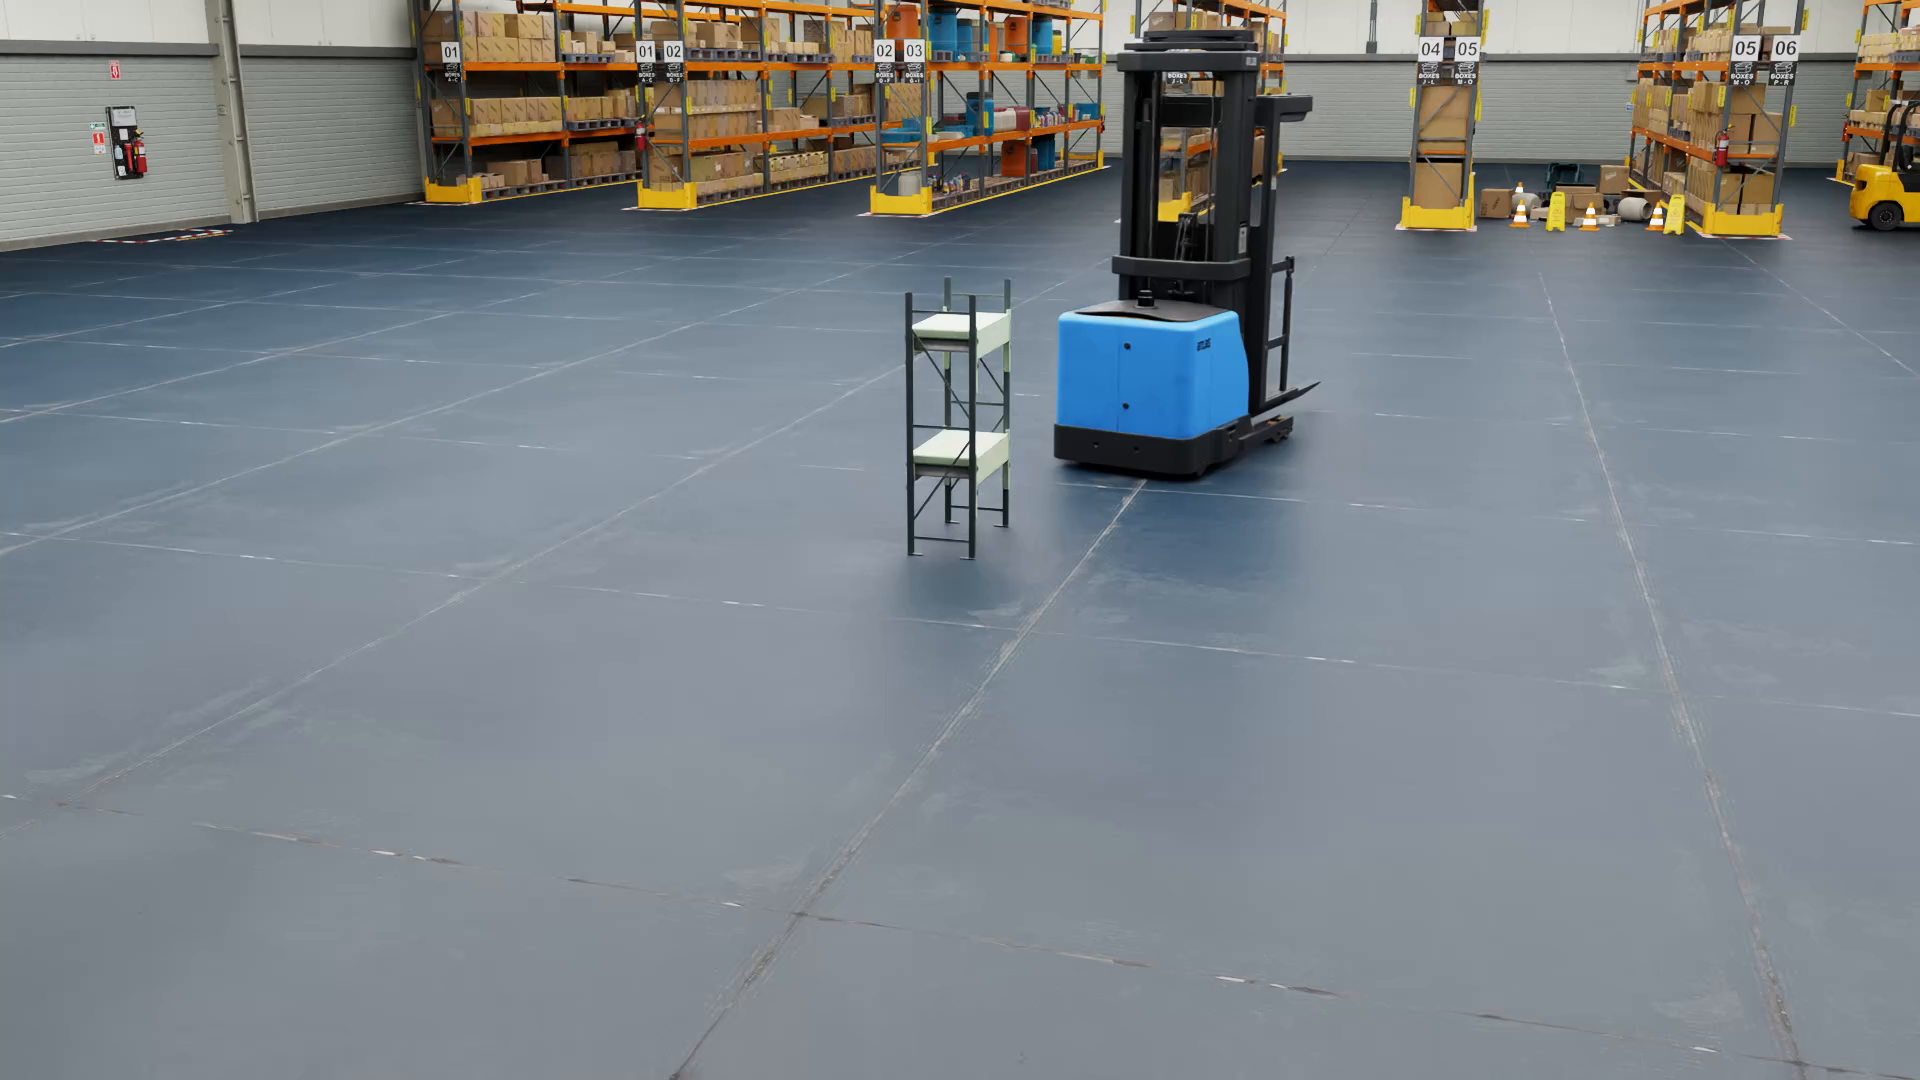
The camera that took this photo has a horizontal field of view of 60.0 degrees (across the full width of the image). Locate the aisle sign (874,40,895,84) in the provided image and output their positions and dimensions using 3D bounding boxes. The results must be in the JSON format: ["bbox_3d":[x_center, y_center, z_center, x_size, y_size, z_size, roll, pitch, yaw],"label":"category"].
[{"bbox_3d":[-1.418,-8.997,31.288,0.394,0.787,0.004,5,16,16],"label":"aisle sign"}]

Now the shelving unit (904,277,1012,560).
[{"bbox_3d":[-0.002,-0.720,9.619,0.431,1.500,0.755,5,16,16],"label":"shelving unit"}]

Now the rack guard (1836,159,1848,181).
[{"bbox_3d":[22.423,-9.169,41.239,1.175,0.500,0.348,5,16,16],"label":"rack guard"}]

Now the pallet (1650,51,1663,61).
[{"bbox_3d":[16.790,-11.342,38.987,1.003,0.211,1.213,5,16,16],"label":"pallet"}]

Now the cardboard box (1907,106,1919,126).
[{"bbox_3d":[20.457,-8.992,35.074,0.797,0.503,0.637,4,16,15],"label":"cardboard box"}]

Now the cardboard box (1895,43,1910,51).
[{"bbox_3d":[20.734,-10.805,36.437,0.380,0.149,0.250,5,17,16],"label":"cardboard box"}]

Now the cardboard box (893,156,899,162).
[{"bbox_3d":[-1.888,-10.435,45.509,0.380,0.166,0.250,5,16,16],"label":"cardboard box"}]

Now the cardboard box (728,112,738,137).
[{"bbox_3d":[-5.134,-8.836,35.300,0.700,0.500,0.500,5,17,17],"label":"cardboard box"}]

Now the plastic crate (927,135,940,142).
[{"bbox_3d":[-0.550,-7.824,32.401,0.298,0.136,0.250,5,16,16],"label":"plastic crate"}]

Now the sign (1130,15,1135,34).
[{"bbox_3d":[3.109,-9.275,29.913,0.100,0.325,0.005,5,16,16],"label":"sign"}]

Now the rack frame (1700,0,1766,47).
[{"bbox_3d":[14.274,-10.522,30.435,1.000,3.000,0.127,5,16,16],"label":"rack frame"}]

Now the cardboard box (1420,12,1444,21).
[{"bbox_3d":[8.133,-9.017,28.673,0.380,0.149,0.250,5,17,16],"label":"cardboard box"}]

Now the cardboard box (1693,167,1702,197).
[{"bbox_3d":[13.558,-6.466,30.024,0.500,0.500,0.500,6,17,19],"label":"cardboard box"}]

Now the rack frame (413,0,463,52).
[{"bbox_3d":[-10.612,-11.396,33.517,1.000,3.000,0.127,5,16,16],"label":"rack frame"}]

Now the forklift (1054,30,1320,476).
[{"bbox_3d":[1.859,-2.191,12.184,1.130,2.935,3.031,10,18,30],"label":"forklift"}]

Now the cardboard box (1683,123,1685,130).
[{"bbox_3d":[14.355,-8.078,32.502,0.380,0.149,0.250,5,17,16],"label":"cardboard box"}]

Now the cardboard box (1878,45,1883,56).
[{"bbox_3d":[21.499,-11.275,38.315,0.500,0.250,0.500,5,17,17],"label":"cardboard box"}]

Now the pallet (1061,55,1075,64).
[{"bbox_3d":[2.168,-12.021,41.563,1.213,0.211,1.003,5,16,16],"label":"pallet"}]

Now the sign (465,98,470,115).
[{"bbox_3d":[-10.091,-8.885,34.070,0.100,0.325,0.005,5,16,16],"label":"sign"}]

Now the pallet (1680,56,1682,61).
[{"bbox_3d":[16.334,-10.836,37.390,0.805,0.209,1.217,4,16,14],"label":"pallet"}]

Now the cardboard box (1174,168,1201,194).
[{"bbox_3d":[4.621,-7.302,33.889,0.500,0.500,0.500,4,16,14],"label":"cardboard box"}]

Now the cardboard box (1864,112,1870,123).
[{"bbox_3d":[21.648,-9.964,39.192,0.500,0.250,0.500,4,16,14],"label":"cardboard box"}]

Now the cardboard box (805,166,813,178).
[{"bbox_3d":[-3.792,-8.676,39.191,0.500,0.250,0.500,5,17,17],"label":"cardboard box"}]

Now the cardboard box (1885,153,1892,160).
[{"bbox_3d":[20.950,-8.583,37.216,0.380,0.149,0.250,5,17,19],"label":"cardboard box"}]

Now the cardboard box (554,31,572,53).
[{"bbox_3d":[-9.243,-11.387,38.028,0.500,0.500,0.500,7,17,24],"label":"cardboard box"}]

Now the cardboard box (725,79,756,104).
[{"bbox_3d":[-4.844,-9.729,36.073,0.700,0.500,0.500,5,17,16],"label":"cardboard box"}]

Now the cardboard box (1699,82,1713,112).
[{"bbox_3d":[13.270,-7.685,28.867,0.700,0.500,0.500,4,16,15],"label":"cardboard box"}]

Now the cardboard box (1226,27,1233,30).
[{"bbox_3d":[5.268,-10.461,34.758,0.797,0.503,0.637,5,17,18],"label":"cardboard box"}]

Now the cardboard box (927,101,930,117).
[{"bbox_3d":[-1.180,-12.223,47.242,0.500,0.500,0.500,5,17,18],"label":"cardboard box"}]

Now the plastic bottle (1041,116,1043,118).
[{"bbox_3d":[1.981,-10.192,40.500,0.097,0.271,0.097,0,16,0],"label":"plastic bottle"}]

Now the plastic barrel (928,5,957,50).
[{"bbox_3d":[-0.362,-10.423,33.893,0.600,0.901,0.708,5,16,16],"label":"plastic barrel"}]

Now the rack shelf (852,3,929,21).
[{"bbox_3d":[-1.882,-14.328,45.179,1.077,0.370,4.000,5,16,16],"label":"rack shelf"}]

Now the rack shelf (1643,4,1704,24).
[{"bbox_3d":[17.116,-12.600,39.811,1.077,0.370,4.000,5,16,16],"label":"rack shelf"}]

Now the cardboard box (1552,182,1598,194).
[{"bbox_3d":[11.467,-6.355,31.063,0.797,0.637,0.503,5,16,16],"label":"cardboard box"}]

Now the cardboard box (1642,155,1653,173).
[{"bbox_3d":[17.083,-9.088,40.301,0.875,0.438,0.875,4,16,14],"label":"cardboard box"}]

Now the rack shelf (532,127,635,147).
[{"bbox_3d":[-8.906,-9.734,39.969,1.077,0.370,4.000,5,16,16],"label":"rack shelf"}]

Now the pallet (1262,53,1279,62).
[{"bbox_3d":[7.637,-12.429,42.818,1.003,0.211,1.213,5,16,16],"label":"pallet"}]

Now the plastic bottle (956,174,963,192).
[{"bbox_3d":[-0.029,-7.400,34.471,0.144,0.351,0.185,5,16,16],"label":"plastic bottle"}]

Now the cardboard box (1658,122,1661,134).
[{"bbox_3d":[15.594,-9.028,36.436,0.500,0.250,0.500,4,16,15],"label":"cardboard box"}]

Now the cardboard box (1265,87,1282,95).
[{"bbox_3d":[8.296,-11.828,44.388,0.500,0.500,0.500,5,17,17],"label":"cardboard box"}]

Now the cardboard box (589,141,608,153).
[{"bbox_3d":[-8.856,-9.501,40.231,0.500,0.250,0.500,5,16,16],"label":"cardboard box"}]

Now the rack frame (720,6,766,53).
[{"bbox_3d":[-4.724,-12.060,35.856,1.000,3.000,0.127,5,16,16],"label":"rack frame"}]

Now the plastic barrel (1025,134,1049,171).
[{"bbox_3d":[1.925,-9.748,41.775,0.600,0.901,0.708,5,16,16],"label":"plastic barrel"}]

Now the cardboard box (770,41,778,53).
[{"bbox_3d":[-4.387,-11.051,37.302,0.500,0.250,0.500,3,16,10],"label":"cardboard box"}]

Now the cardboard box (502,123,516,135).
[{"bbox_3d":[-9.884,-8.820,35.668,0.500,0.250,0.500,4,16,15],"label":"cardboard box"}]

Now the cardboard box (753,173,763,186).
[{"bbox_3d":[-4.647,-7.914,36.505,0.500,0.250,0.500,5,16,16],"label":"cardboard box"}]

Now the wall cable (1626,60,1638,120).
[{"bbox_3d":[19.264,-12.756,47.387,0.585,1.953,0.123,5,16,16],"label":"wall cable"}]

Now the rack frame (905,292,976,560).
[{"bbox_3d":[-0.106,-0.624,9.281,0.400,1.500,0.023,5,16,16],"label":"rack frame"}]

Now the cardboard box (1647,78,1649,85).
[{"bbox_3d":[16.809,-11.070,40.158,0.380,0.149,0.250,5,16,16],"label":"cardboard box"}]

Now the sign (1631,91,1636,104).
[{"bbox_3d":[17.154,-11.275,42.350,0.100,0.325,0.005,5,16,16],"label":"sign"}]

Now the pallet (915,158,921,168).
[{"bbox_3d":[-1.561,-10.743,47.318,1.003,0.211,1.213,5,16,16],"label":"pallet"}]

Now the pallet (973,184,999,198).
[{"bbox_3d":[0.210,-7.655,36.432,1.003,0.211,1.213,5,16,16],"label":"pallet"}]

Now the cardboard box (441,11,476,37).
[{"bbox_3d":[-10.269,-10.574,34.063,0.500,0.500,0.500,3,16,12],"label":"cardboard box"}]

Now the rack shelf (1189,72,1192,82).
[{"bbox_3d":[4.204,-8.978,31.807,1.077,0.370,4.000,5,16,16],"label":"rack shelf"}]

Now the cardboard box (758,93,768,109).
[{"bbox_3d":[-6.200,-12.706,48.580,0.980,0.700,0.700,5,17,18],"label":"cardboard box"}]

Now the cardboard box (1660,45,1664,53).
[{"bbox_3d":[15.852,-10.958,37.126,0.380,0.166,0.250,3,16,12],"label":"cardboard box"}]
